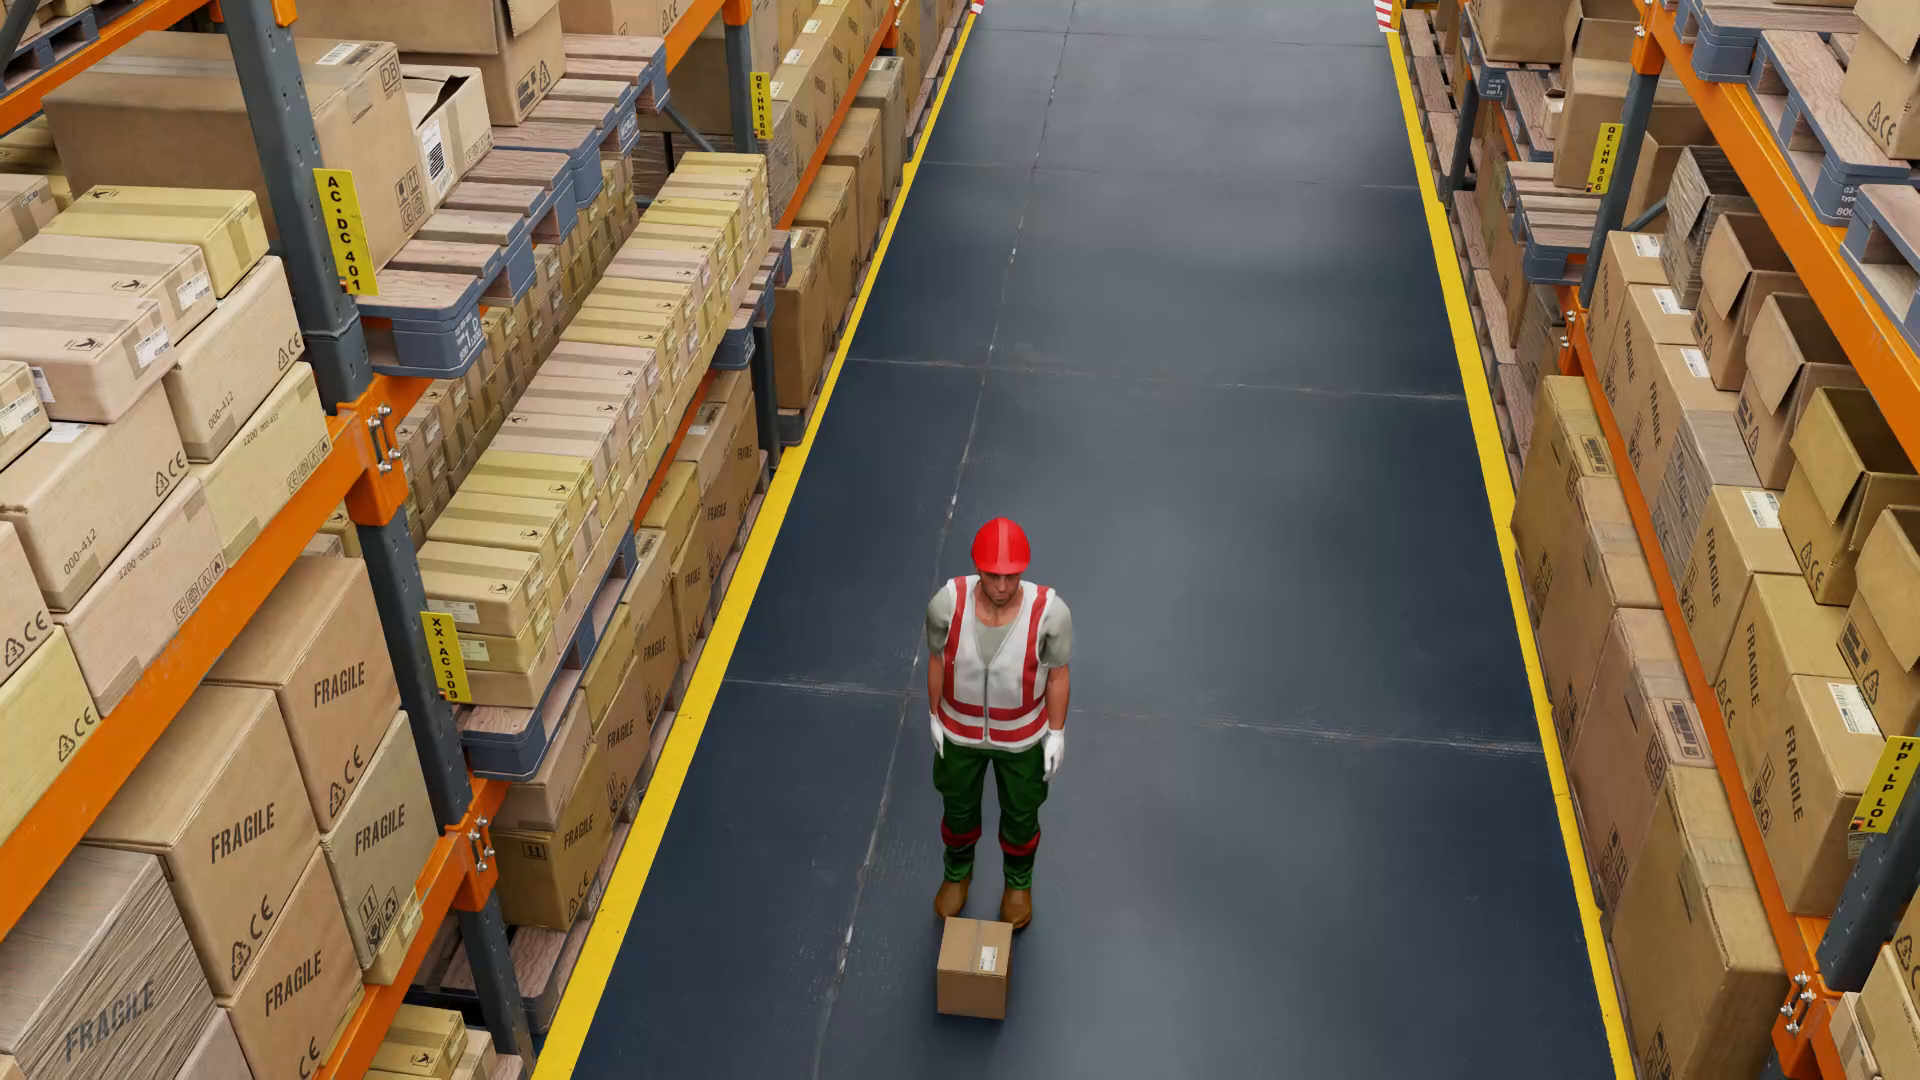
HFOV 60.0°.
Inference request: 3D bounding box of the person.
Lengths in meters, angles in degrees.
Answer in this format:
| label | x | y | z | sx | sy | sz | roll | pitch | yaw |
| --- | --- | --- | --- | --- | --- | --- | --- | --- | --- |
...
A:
| label | x | y | z | sx | sy | sz | roll | pitch | yaw |
| --- | --- | --- | --- | --- | --- | --- | --- | --- | --- |
| person | 0.131 | 0.694 | 6.069 | 0.525 | 1.806 | 0.349 | 5 | 36 | 7 |
